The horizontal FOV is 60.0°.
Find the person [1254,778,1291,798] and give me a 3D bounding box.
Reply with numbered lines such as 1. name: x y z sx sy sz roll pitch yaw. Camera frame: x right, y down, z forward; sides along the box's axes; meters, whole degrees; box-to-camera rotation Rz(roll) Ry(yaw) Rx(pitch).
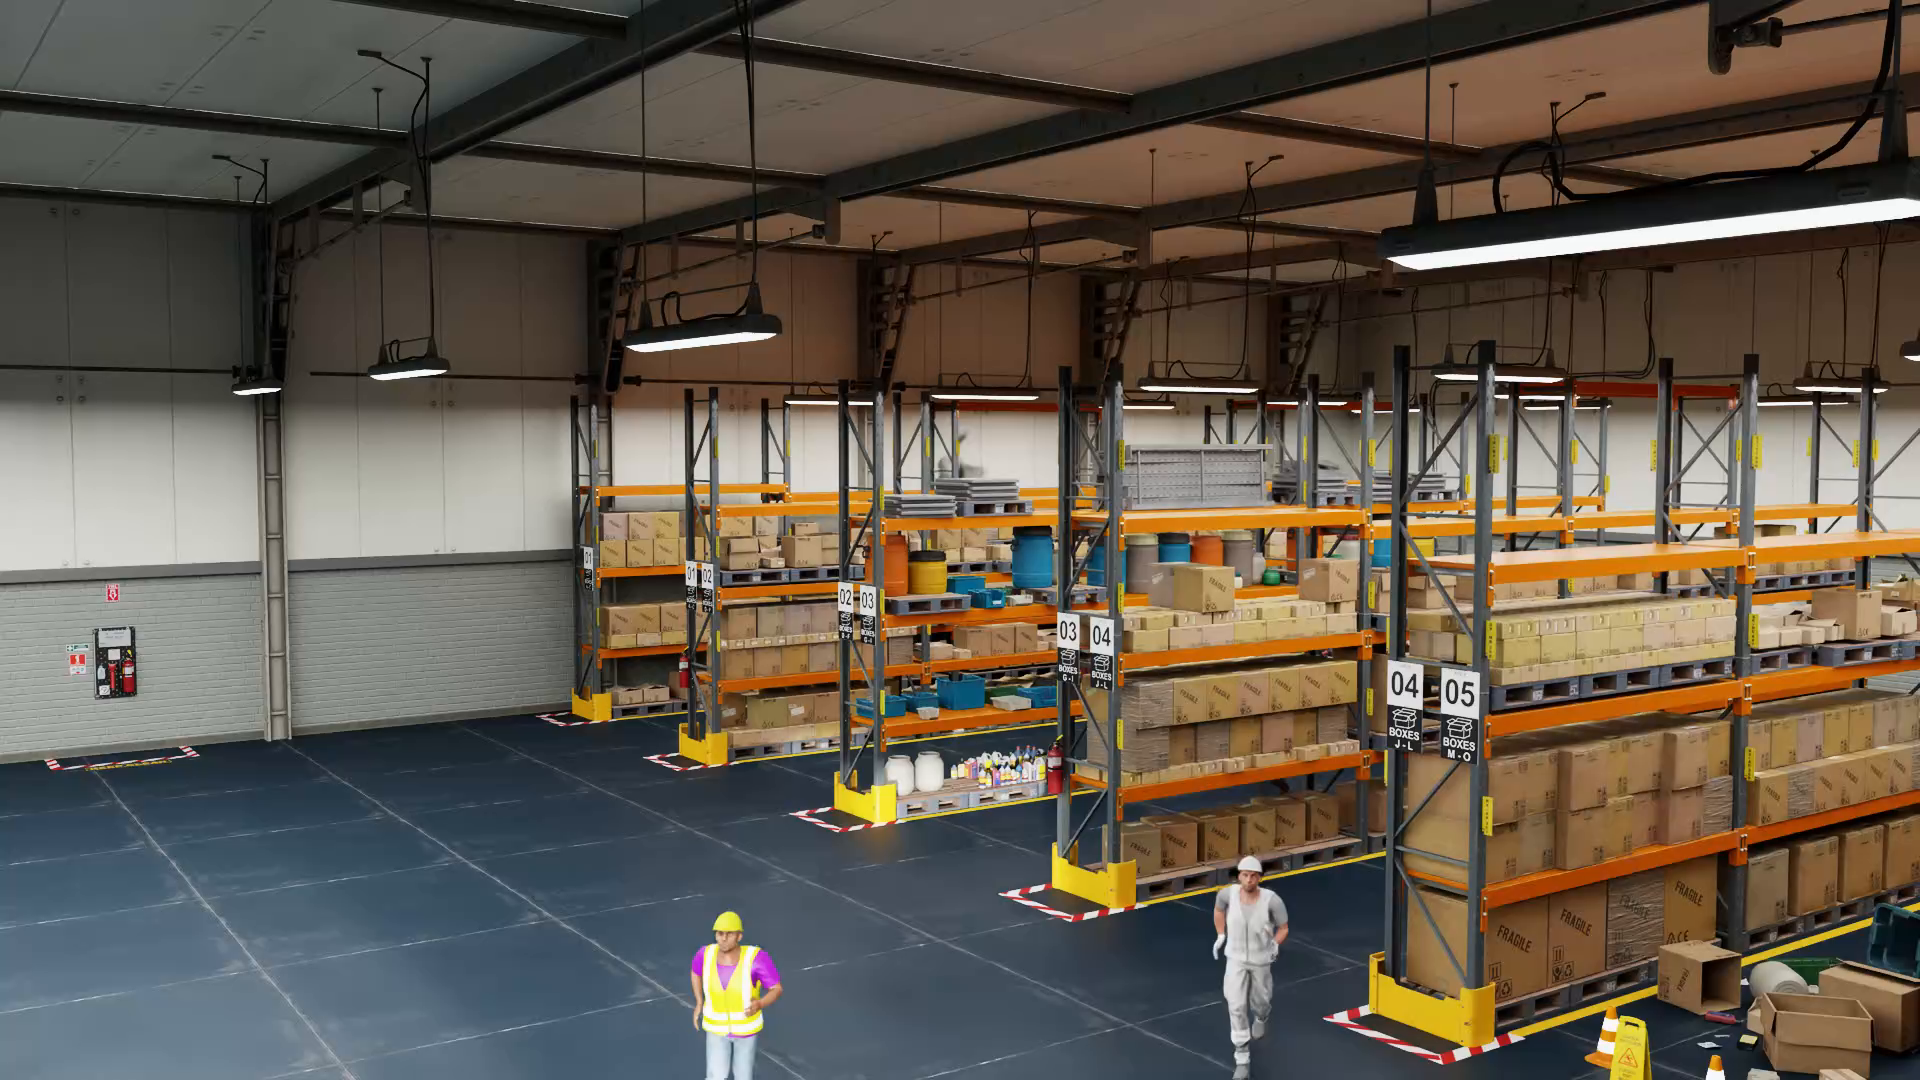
1. person: 4.337 2.946 23.405 0.710 1.652 0.589 -3 5 -41

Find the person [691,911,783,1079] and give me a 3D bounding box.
1. person: -1.617 3.559 11.999 0.686 1.819 0.785 0 3 -2

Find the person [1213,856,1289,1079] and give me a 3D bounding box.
1. person: 2.398 3.453 13.724 0.626 1.772 0.951 1 4 16
